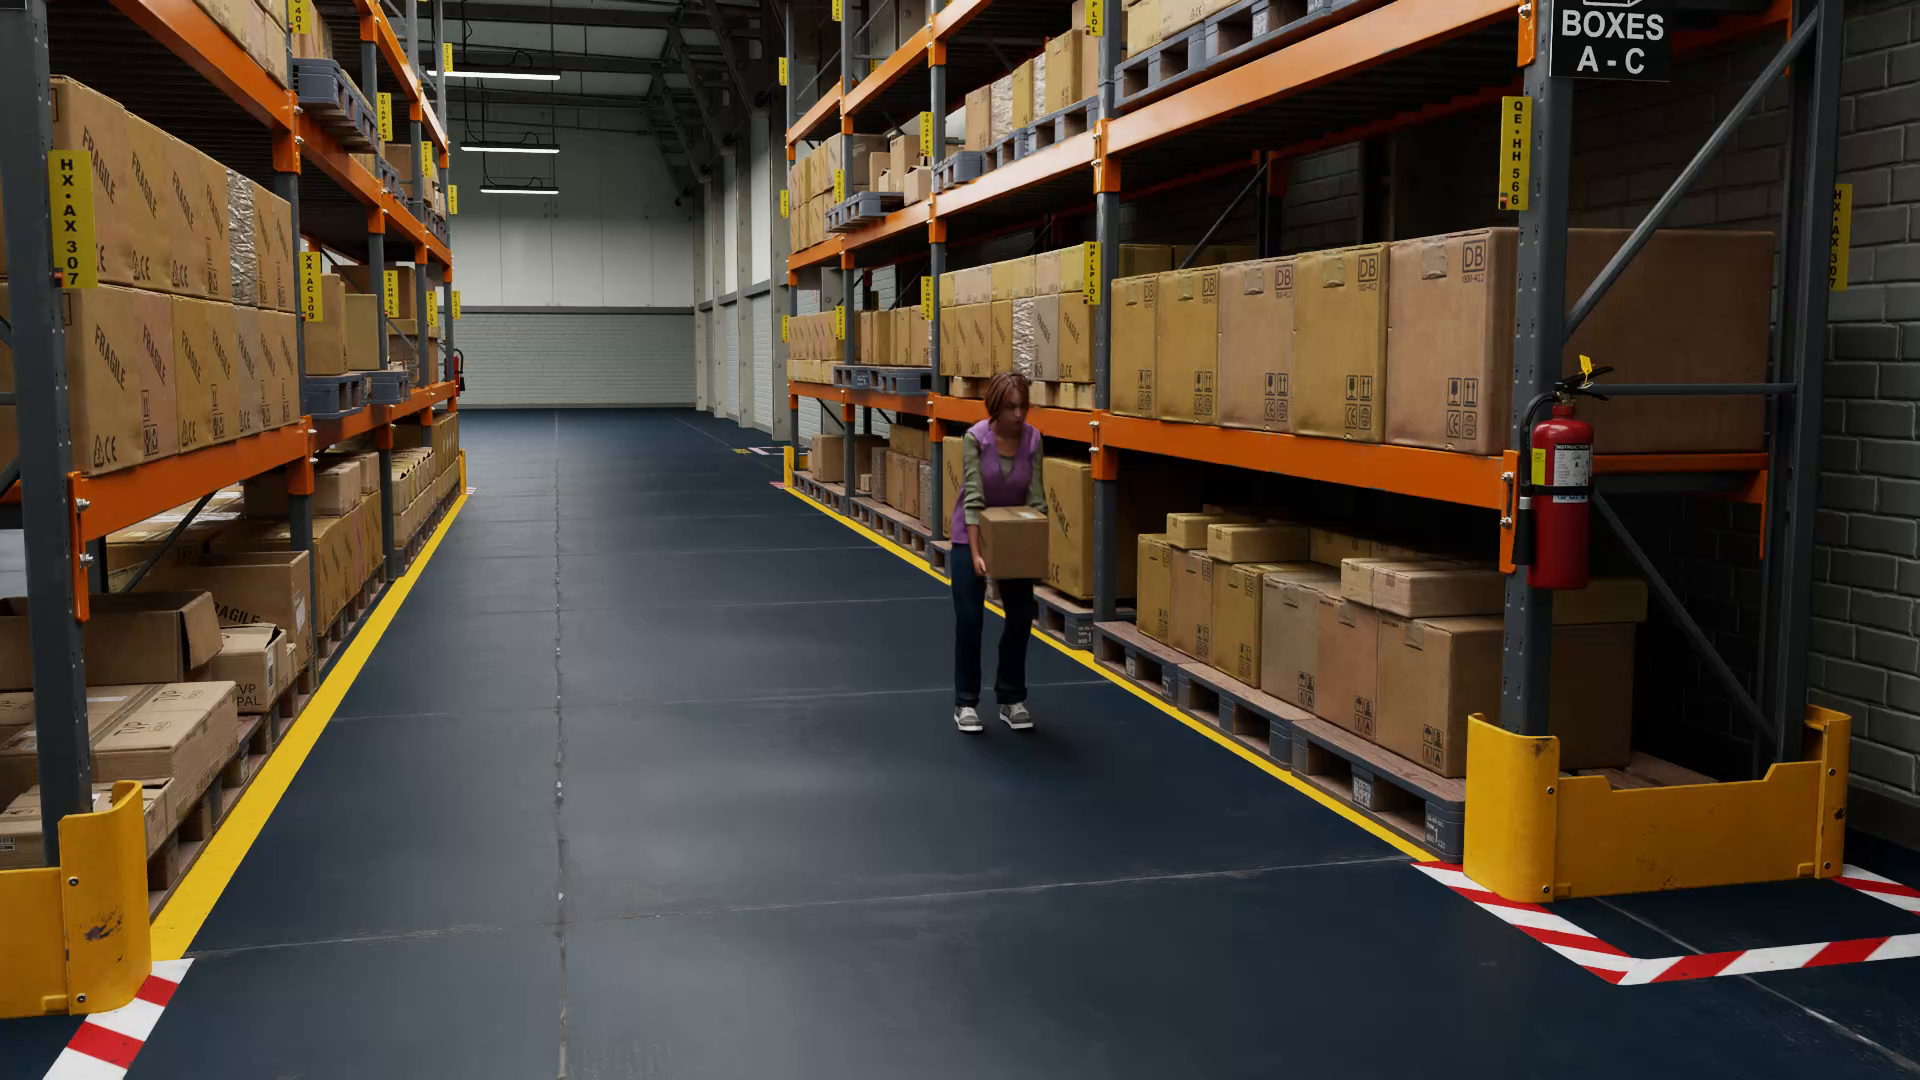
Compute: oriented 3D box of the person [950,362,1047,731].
[{"bbox_3d":[0.165,0.036,7.126,0.374,1.586,0.517,-2,7,-15],"label":"person"}]
